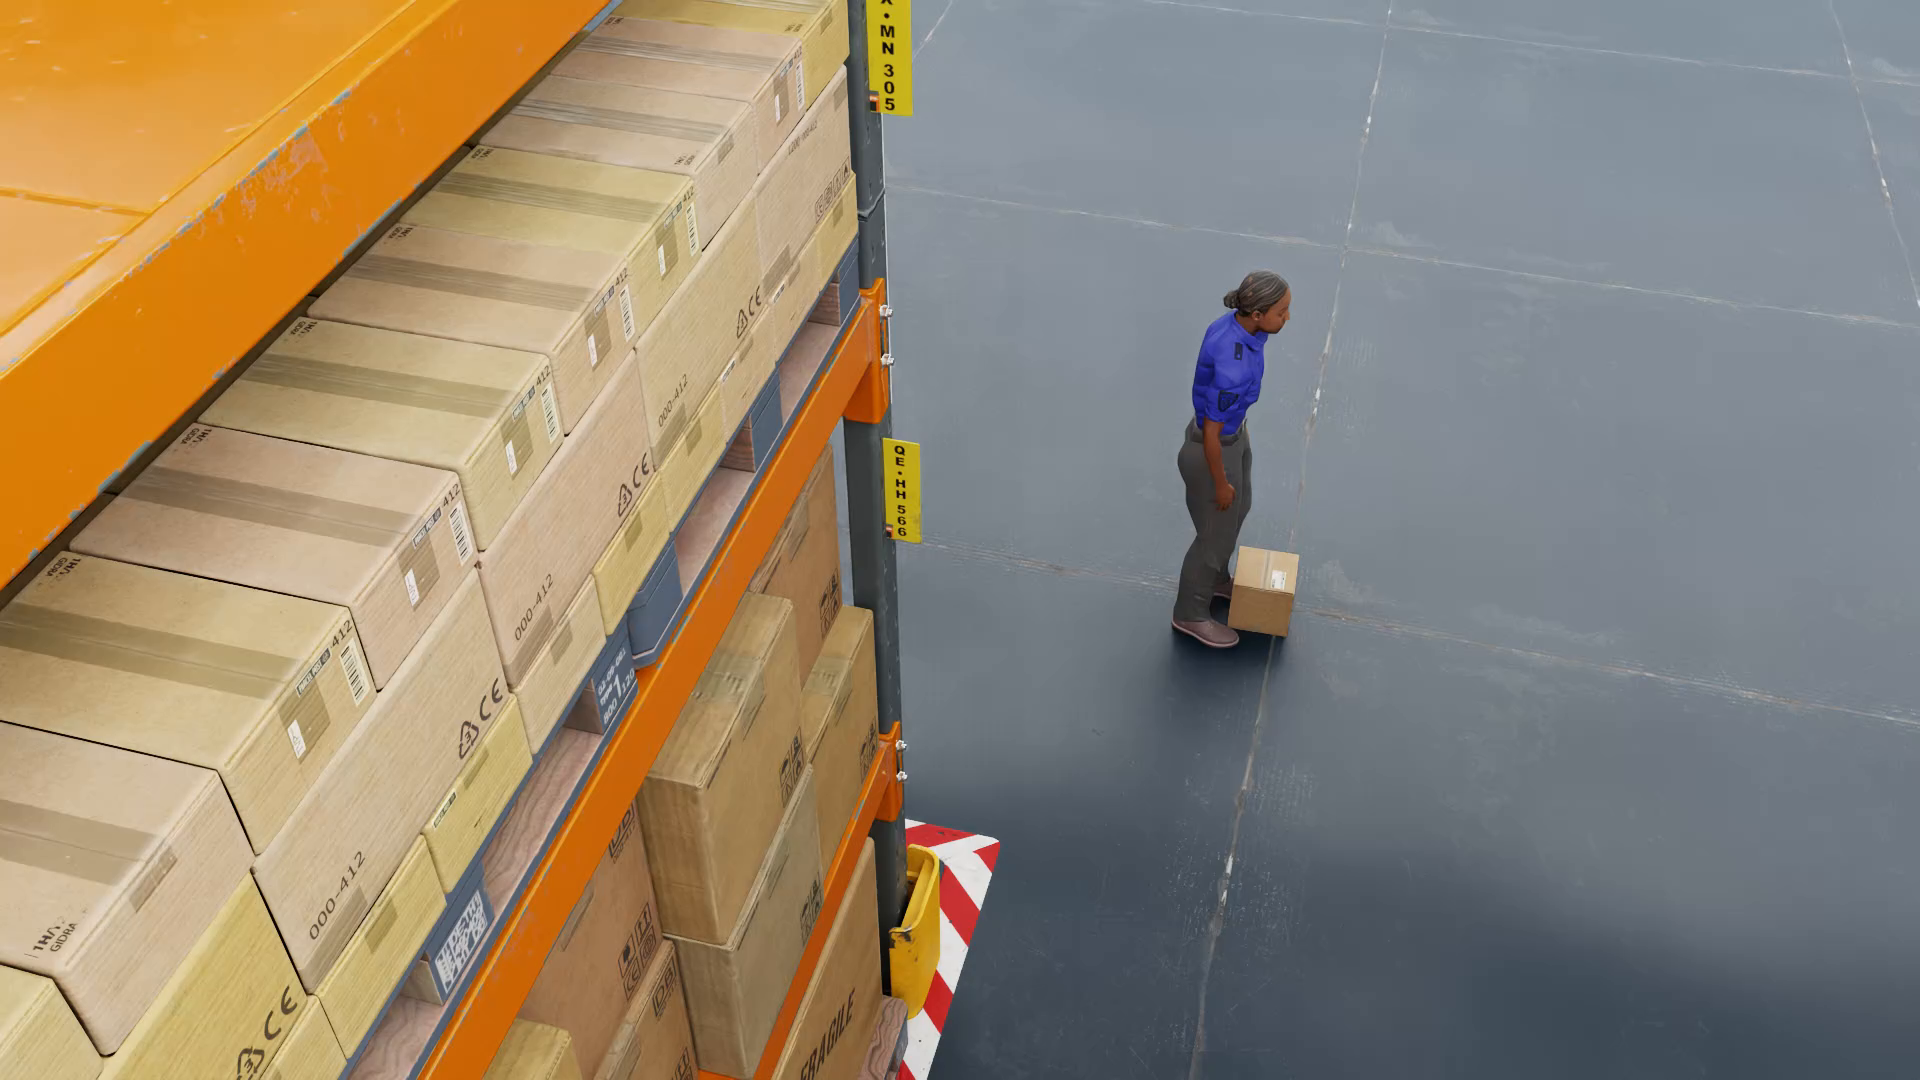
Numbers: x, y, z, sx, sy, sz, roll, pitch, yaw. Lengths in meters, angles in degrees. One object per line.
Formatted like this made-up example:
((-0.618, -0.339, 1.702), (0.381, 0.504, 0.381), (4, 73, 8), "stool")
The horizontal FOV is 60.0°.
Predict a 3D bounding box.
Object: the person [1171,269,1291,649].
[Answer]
((1.065, -0.340, 6.550), (0.392, 1.655, 0.505), (10, 42, 12), "person")
